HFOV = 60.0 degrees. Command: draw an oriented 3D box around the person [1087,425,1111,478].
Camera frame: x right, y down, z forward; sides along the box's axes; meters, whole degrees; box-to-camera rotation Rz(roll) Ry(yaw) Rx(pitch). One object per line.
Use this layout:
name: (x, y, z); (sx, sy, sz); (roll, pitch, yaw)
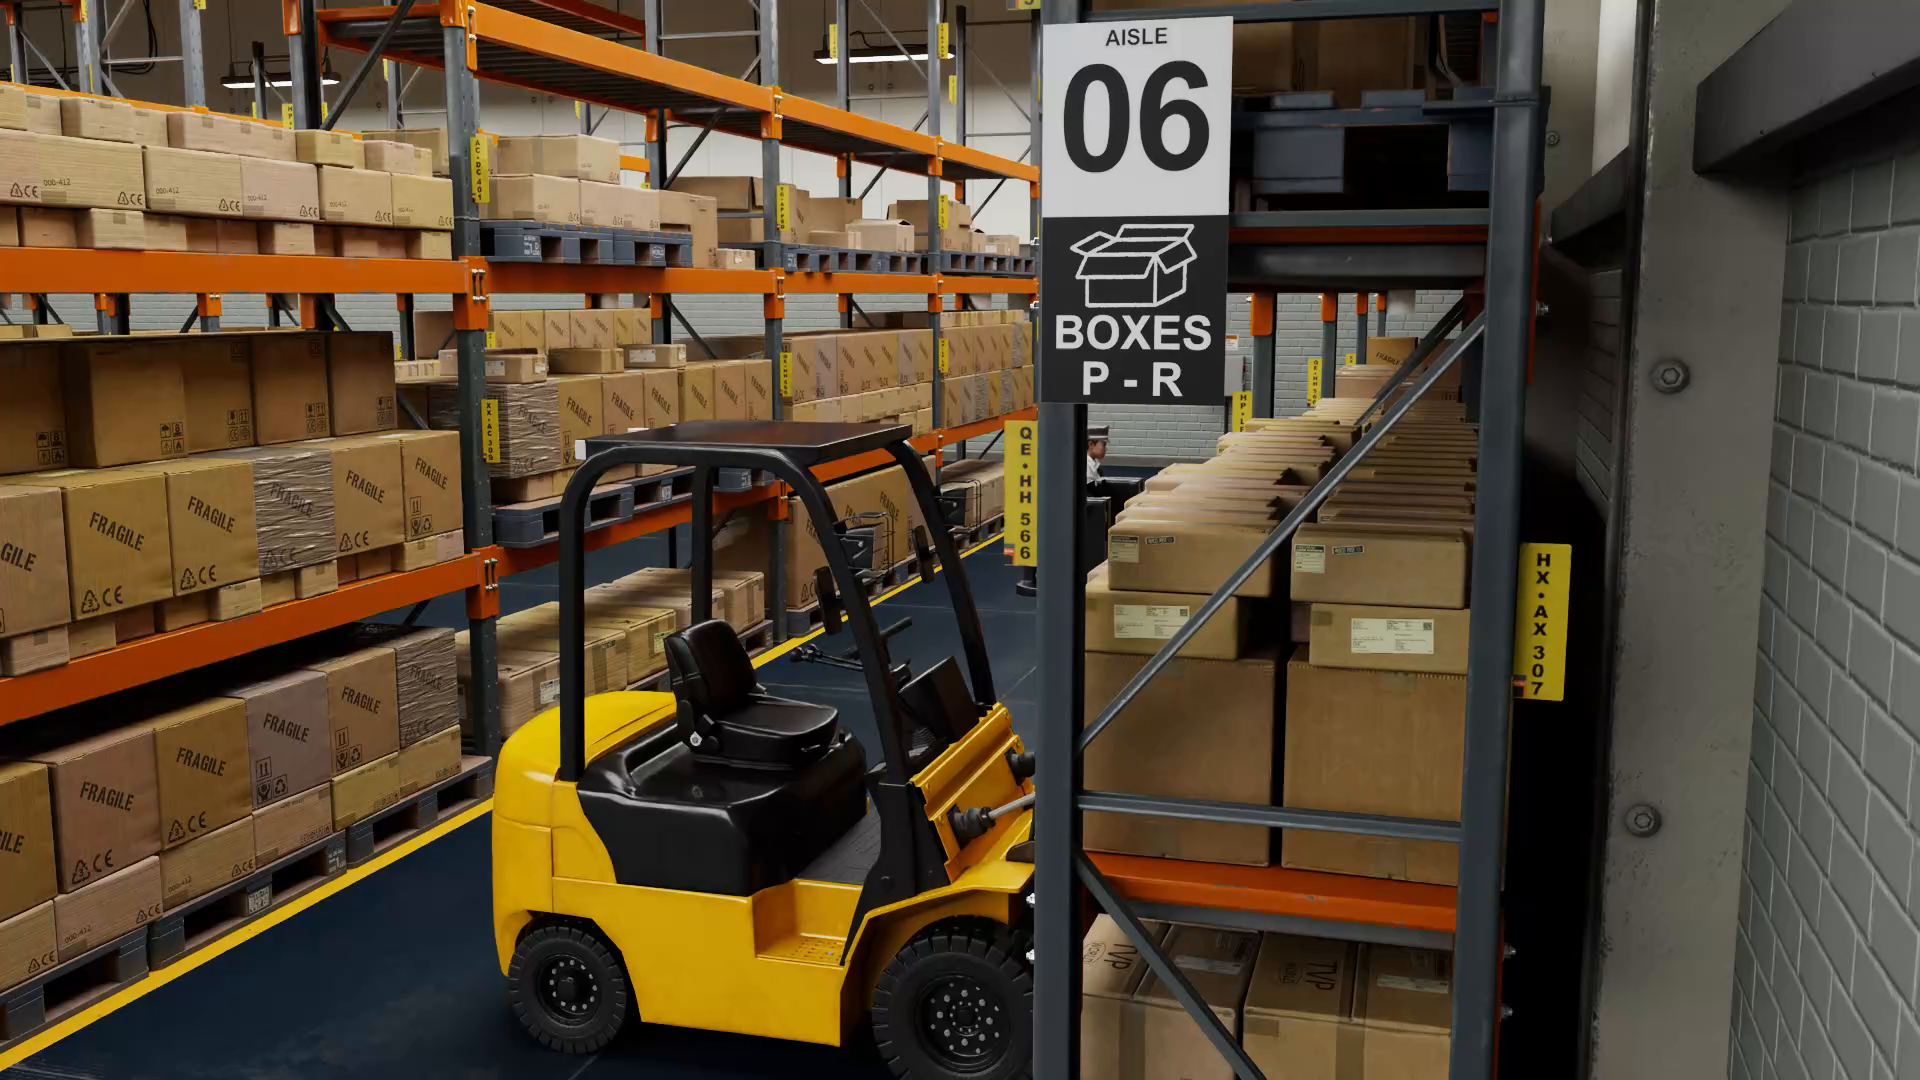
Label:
person: (0.949, -0.046, 12.638); (0.375, 1.663, 0.526); (2, 9, 16)
